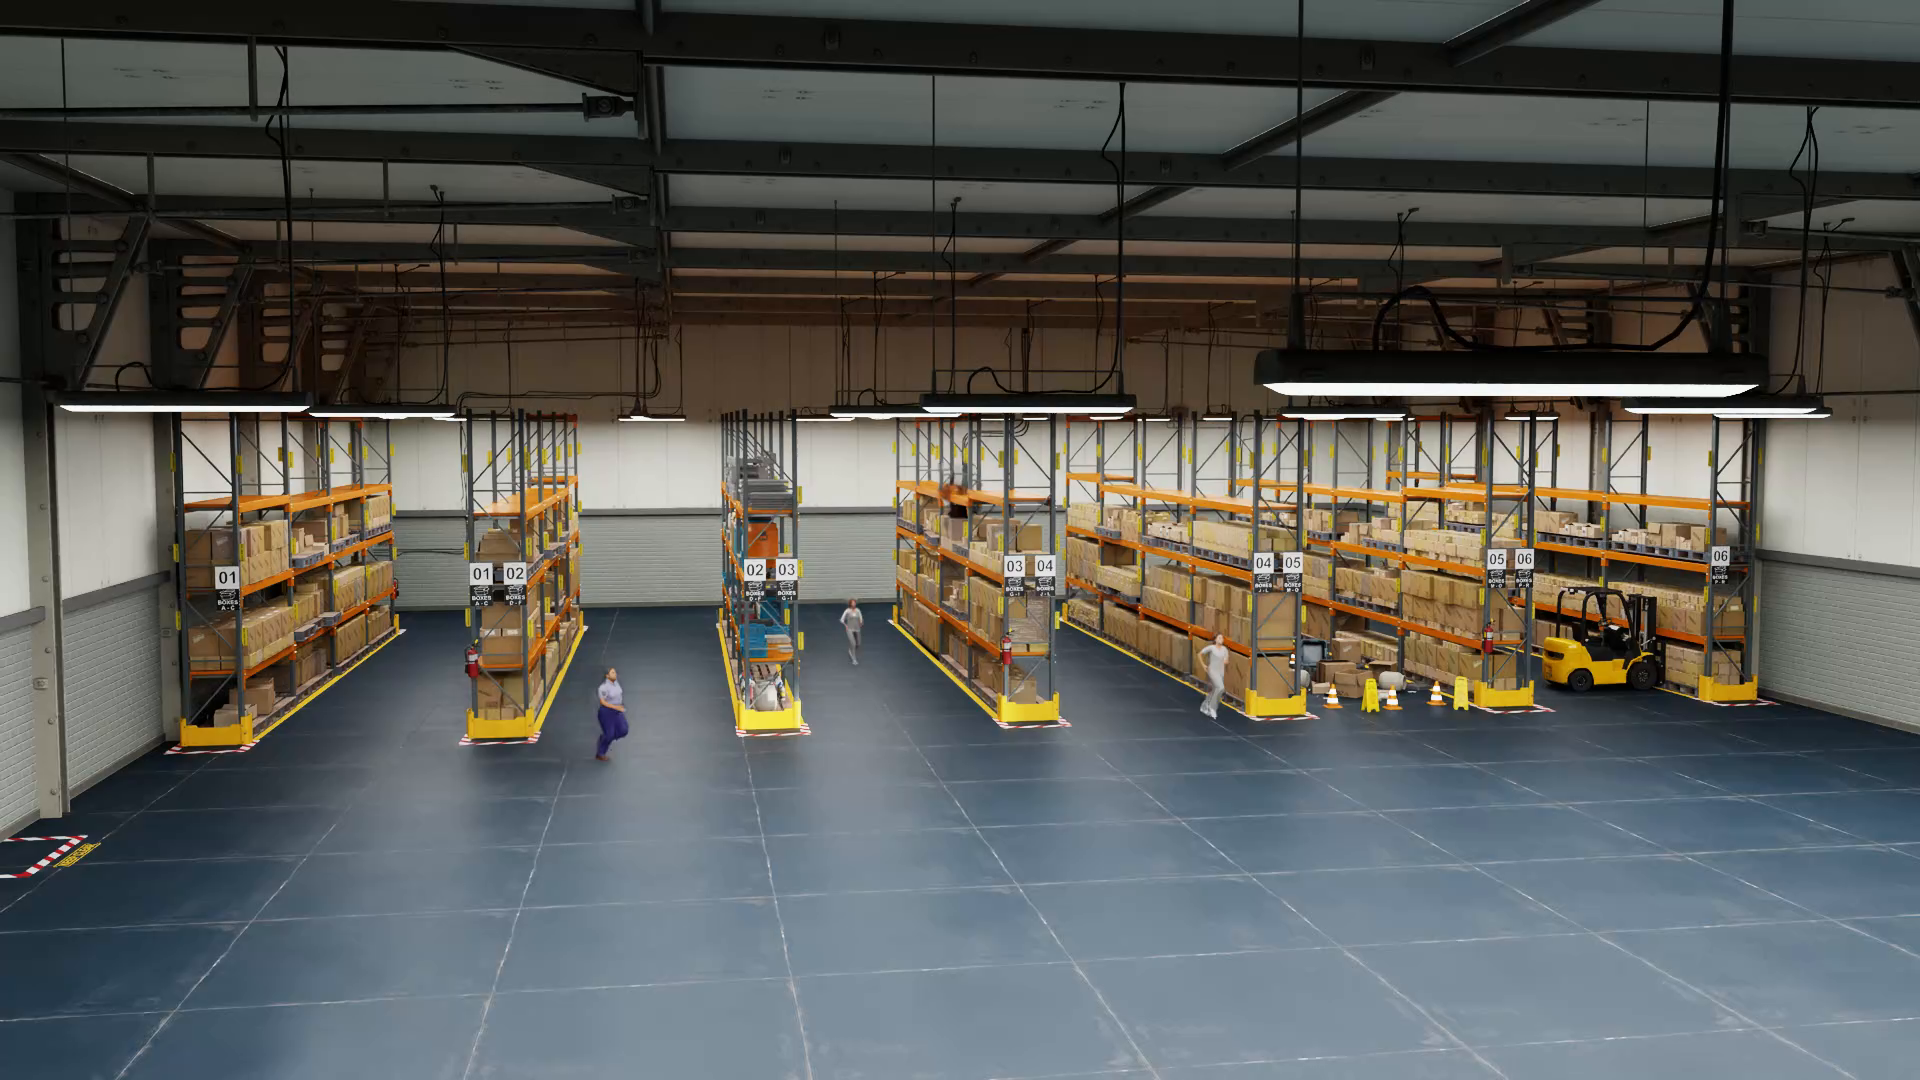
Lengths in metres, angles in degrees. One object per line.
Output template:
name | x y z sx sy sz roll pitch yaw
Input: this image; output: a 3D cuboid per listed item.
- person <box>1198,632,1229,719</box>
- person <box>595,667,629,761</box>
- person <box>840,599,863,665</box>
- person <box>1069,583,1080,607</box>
person | 5.007 2.639 32.533 0.551 1.653 0.676 -3 5 -35
person | -5.910 2.956 28.313 0.615 1.607 0.625 2 4 24
person | -2.577 2.181 39.724 0.541 1.540 0.666 -2 4 -22
person | 3.407 1.397 49.929 0.557 1.684 0.719 1 4 18
